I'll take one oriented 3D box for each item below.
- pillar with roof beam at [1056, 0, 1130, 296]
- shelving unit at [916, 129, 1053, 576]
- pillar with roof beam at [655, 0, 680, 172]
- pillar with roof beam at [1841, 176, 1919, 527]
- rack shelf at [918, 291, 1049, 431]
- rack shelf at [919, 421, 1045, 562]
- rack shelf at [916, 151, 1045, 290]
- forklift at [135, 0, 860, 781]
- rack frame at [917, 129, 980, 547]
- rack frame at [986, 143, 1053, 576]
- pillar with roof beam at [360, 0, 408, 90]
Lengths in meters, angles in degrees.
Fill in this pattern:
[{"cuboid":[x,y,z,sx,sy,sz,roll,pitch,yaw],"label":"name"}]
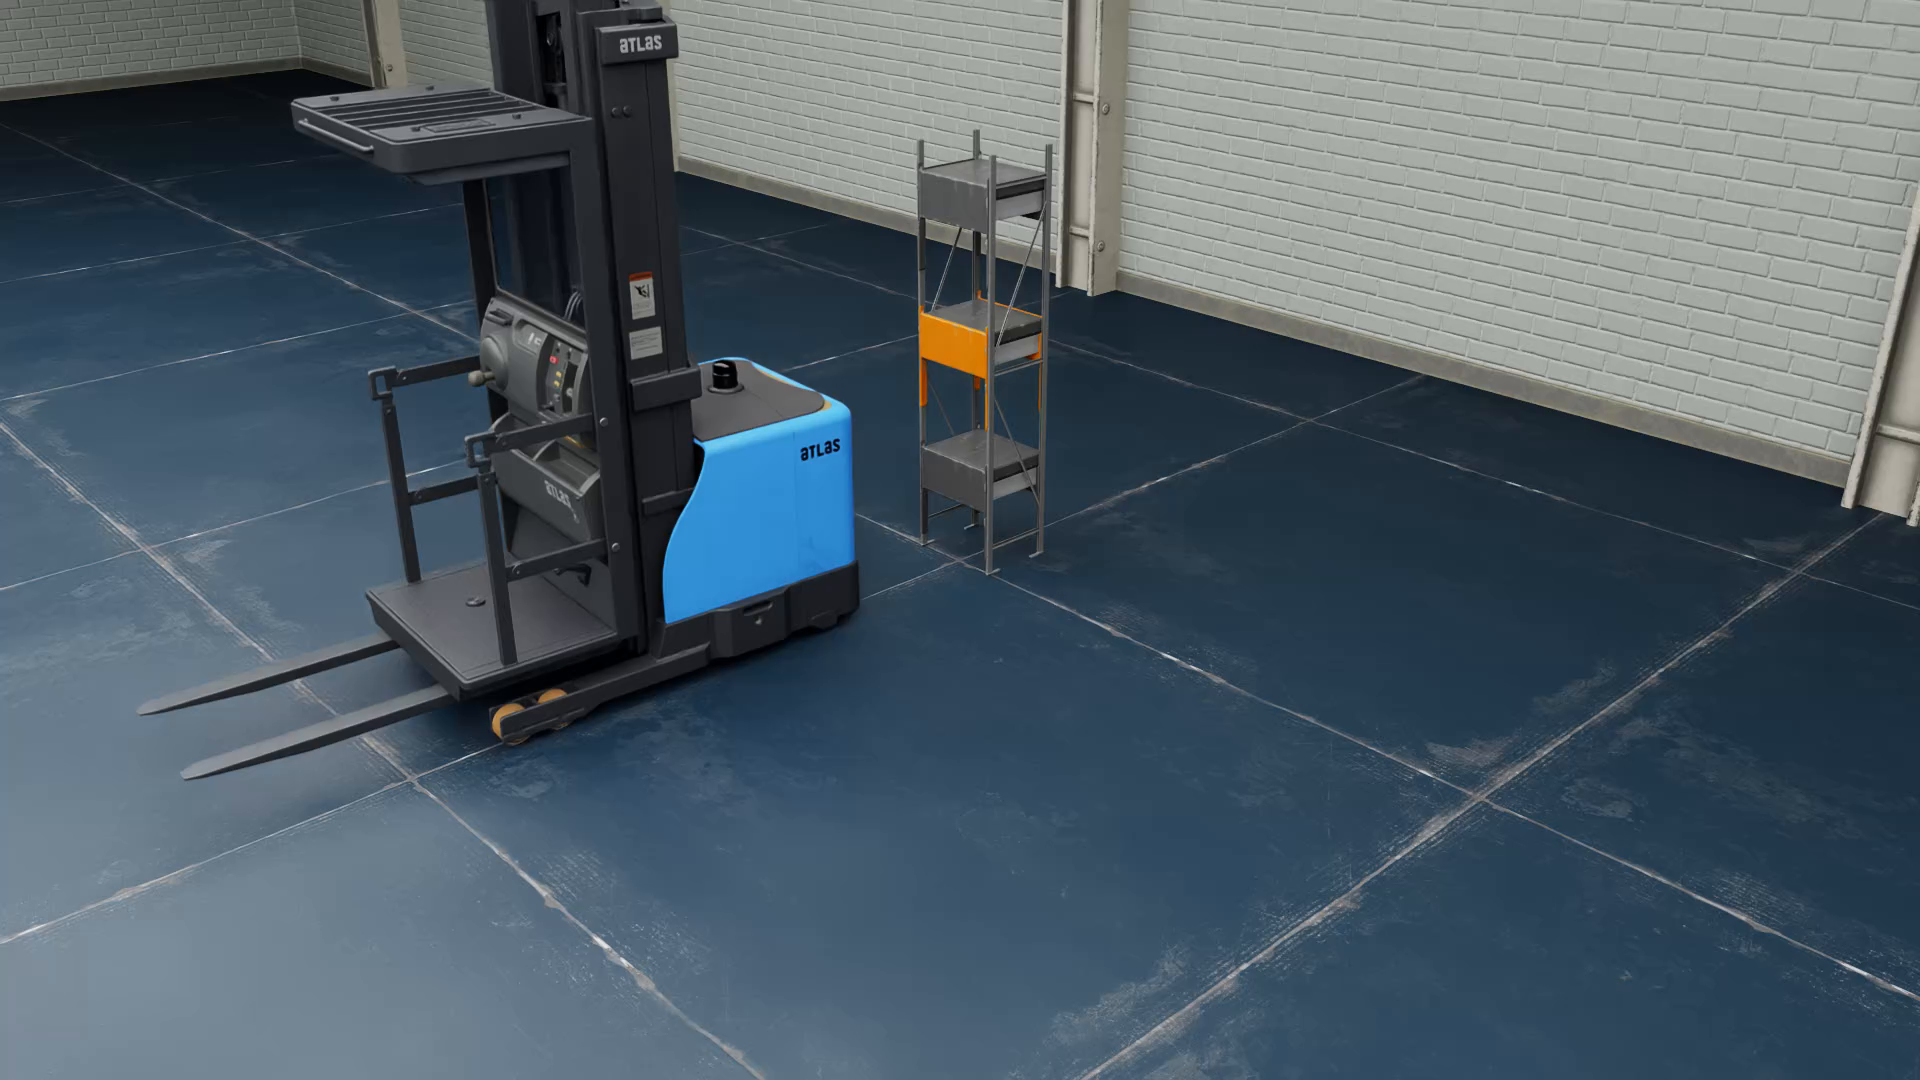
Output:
[{"cuboid":[-2.143,-4.863,8.569,9.100,9.000,0.400,-21,32,-38],"label":"pillar with roof beam"},{"cuboid":[0.113,-0.905,8.204,0.431,2.100,0.503,-21,32,-38],"label":"shelving unit"},{"cuboid":[-6.244,-6.681,12.553,9.100,9.000,0.400,-21,32,-38],"label":"pillar with roof beam"},{"cuboid":[1.957,-3.046,4.584,9.100,9.000,0.400,-21,32,-38],"label":"pillar with roof beam"},{"cuboid":[0.113,-0.893,8.210,0.431,0.518,0.480,-21,32,-38],"label":"rack shelf"},{"cuboid":[0.113,-0.256,8.500,0.431,0.518,0.480,-21,32,-38],"label":"rack shelf"},{"cuboid":[0.113,-1.530,7.919,0.431,0.518,0.480,-21,32,-38],"label":"rack shelf"},{"cuboid":[-1.942,-0.733,6.825,3.031,2.935,1.130,-18,30,-35],"label":"forklift"},{"cuboid":[-0.054,-0.979,8.366,0.400,2.100,0.015,-21,32,-38],"label":"rack frame"},{"cuboid":[0.280,-0.831,8.042,0.400,2.100,0.015,-21,32,-38],"label":"rack frame"},{"cuboid":[-10.345,-8.499,16.538,9.100,9.000,0.400,-21,32,-38],"label":"pillar with roof beam"}]
